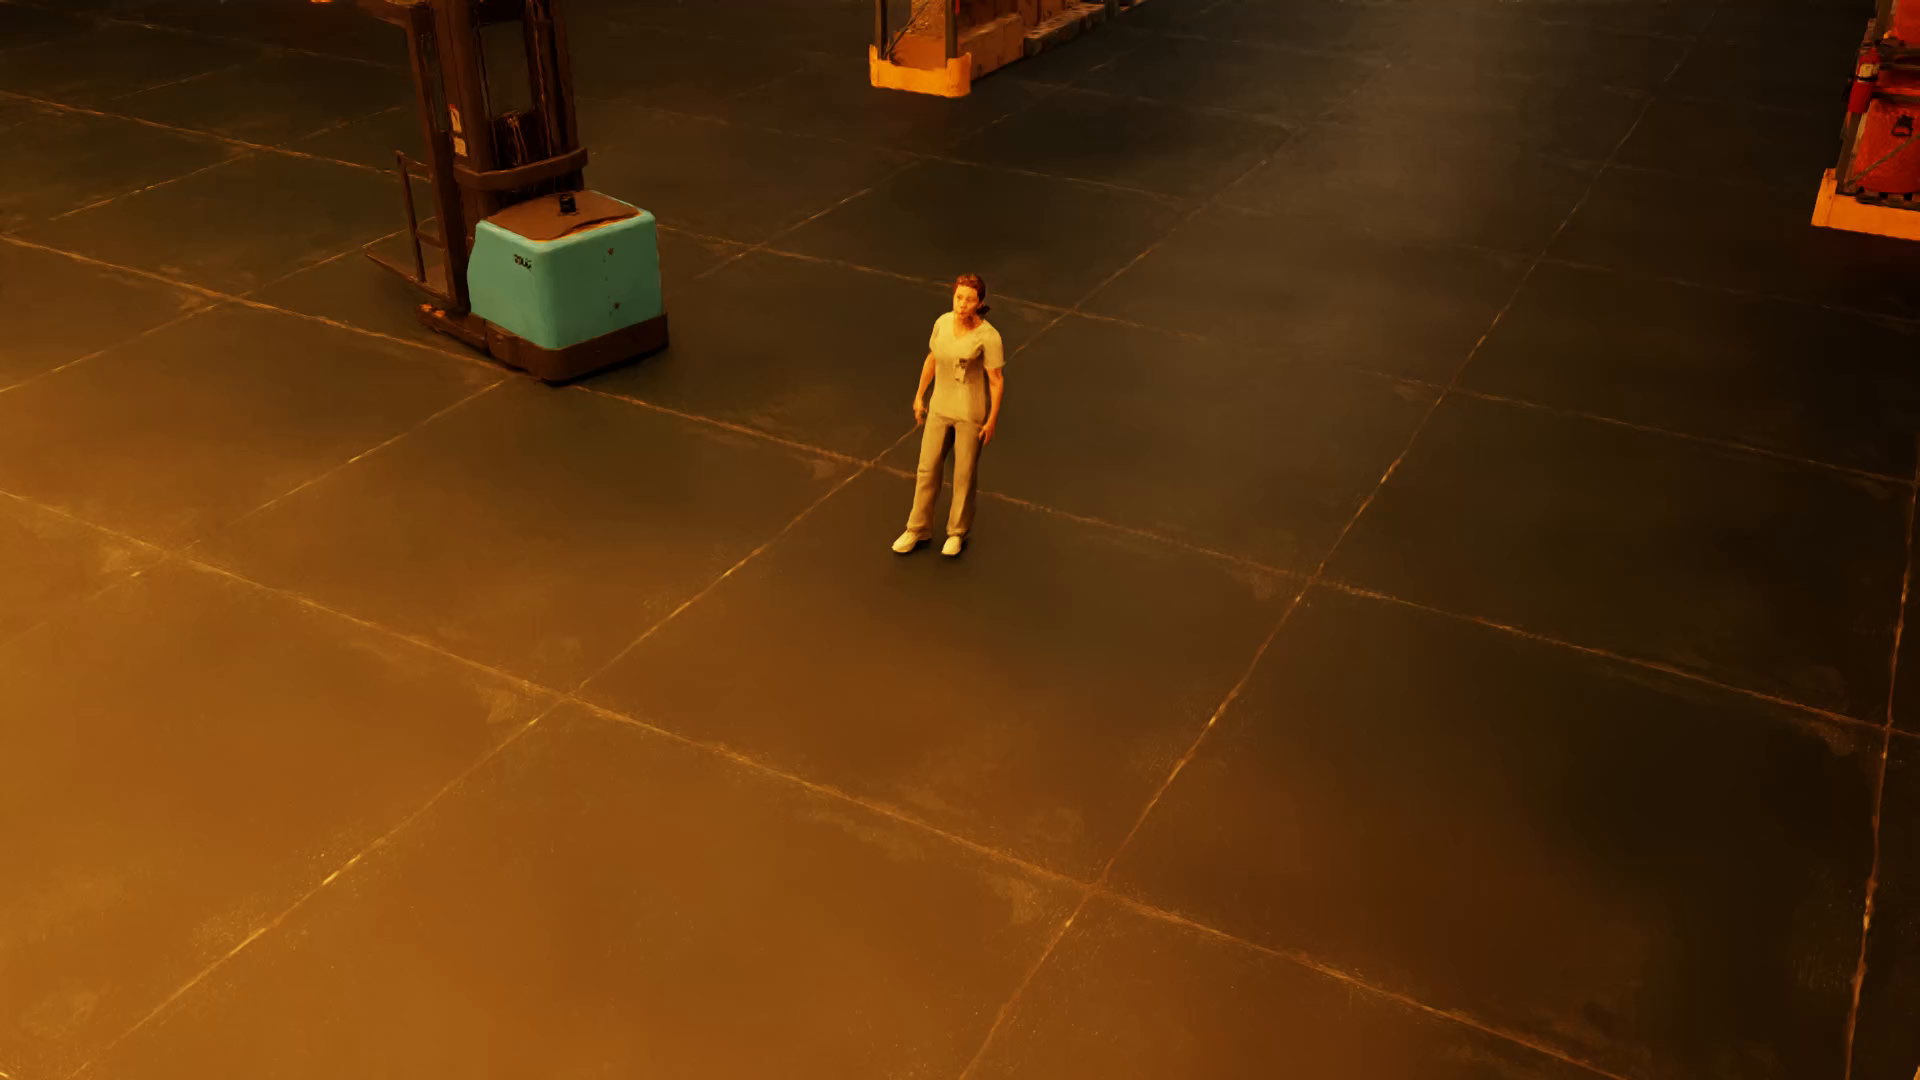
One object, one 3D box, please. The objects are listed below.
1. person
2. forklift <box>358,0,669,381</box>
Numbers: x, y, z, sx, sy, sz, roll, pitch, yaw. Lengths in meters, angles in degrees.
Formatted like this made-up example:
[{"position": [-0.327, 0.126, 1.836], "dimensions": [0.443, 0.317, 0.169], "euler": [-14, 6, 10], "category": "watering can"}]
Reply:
[{"position": [-0.047, -0.703, 9.530], "dimensions": [0.550, 1.674, 0.548], "euler": [15, 33, 25], "category": "person"}, {"position": [-3.580, -3.030, 12.321], "dimensions": [3.031, 2.935, 1.130], "euler": [26, 39, 37], "category": "forklift"}]
